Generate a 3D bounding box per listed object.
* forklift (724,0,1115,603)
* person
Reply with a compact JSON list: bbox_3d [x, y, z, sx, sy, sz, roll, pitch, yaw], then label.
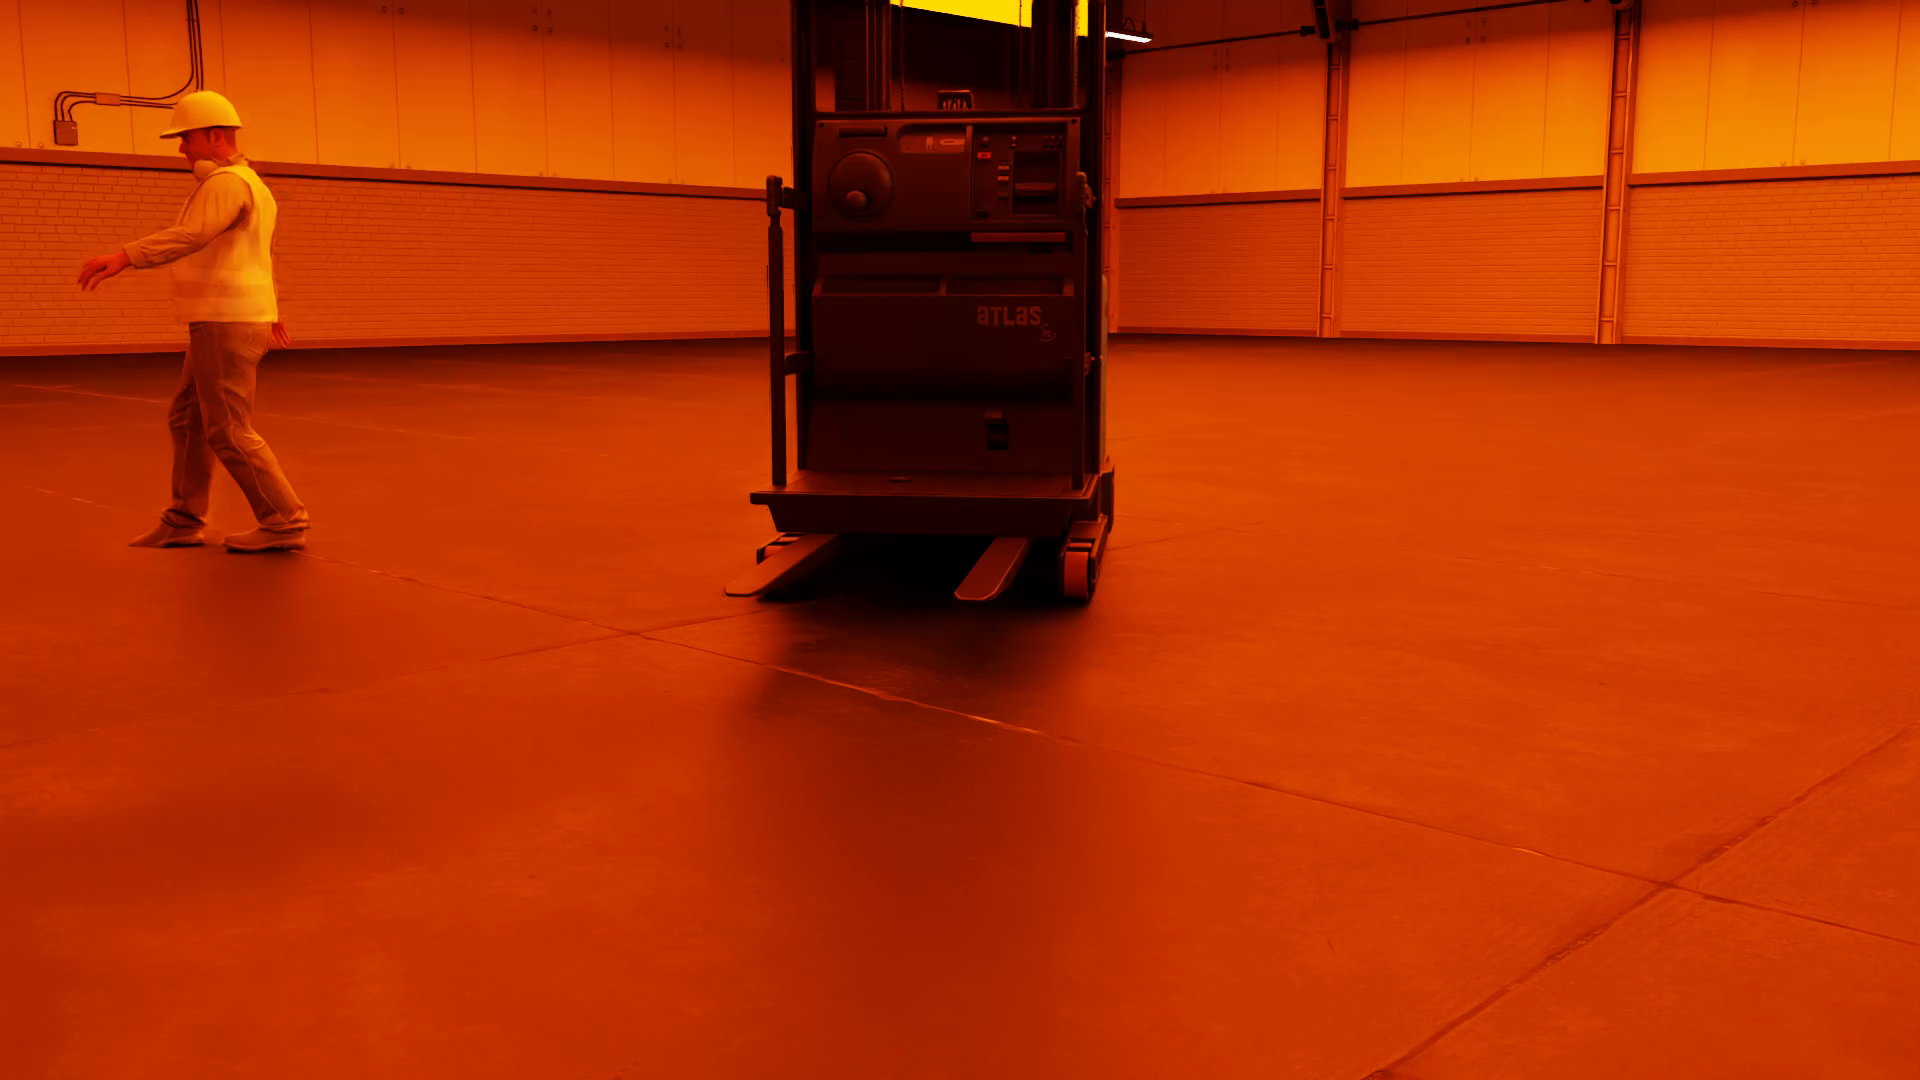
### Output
[{"bbox_3d":[-0.075,-1.306,5.546,1.130,2.935,3.031,1,9,7],"label":"forklift"},{"bbox_3d":[-2.922,-0.825,6.431,0.721,1.764,0.967,-2,9,-13],"label":"person"}]
